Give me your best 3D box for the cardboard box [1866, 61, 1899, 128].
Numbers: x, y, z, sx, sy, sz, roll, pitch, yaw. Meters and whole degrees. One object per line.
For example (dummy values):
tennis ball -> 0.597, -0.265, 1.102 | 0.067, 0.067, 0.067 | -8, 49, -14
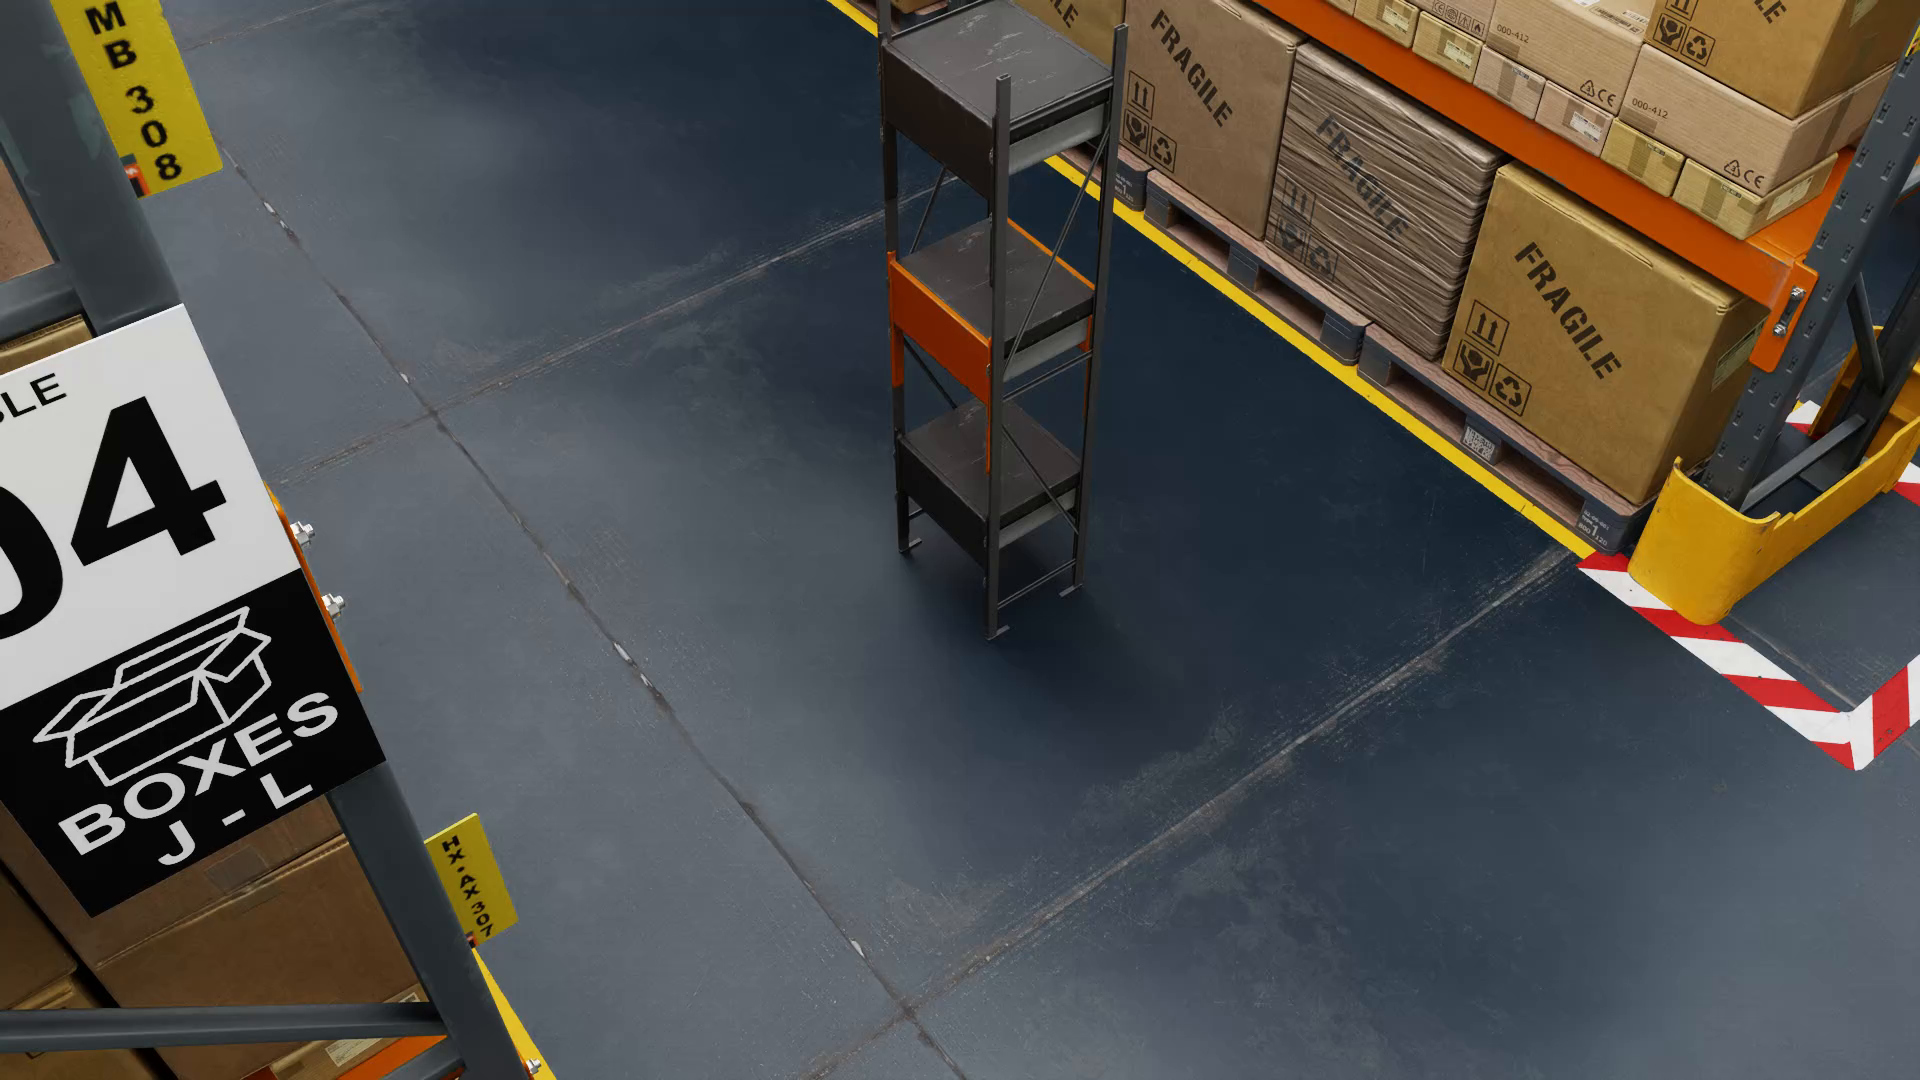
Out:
cardboard box -> 2.722, -1.535, 5.018 | 0.500, 0.250, 0.500 | -31, 55, -25

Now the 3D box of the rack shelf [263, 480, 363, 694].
rack shelf -> -2.422, -0.862, 2.967 | 1.077, 0.370, 4.000 | -29, 54, -24

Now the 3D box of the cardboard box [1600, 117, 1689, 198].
cardboard box -> 2.161, -1.212, 4.994 | 0.380, 0.149, 0.250 | -29, 54, -24

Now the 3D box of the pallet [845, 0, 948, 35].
pallet -> -0.151, -2.925, 8.259 | 1.003, 0.211, 1.213 | -29, 54, -24

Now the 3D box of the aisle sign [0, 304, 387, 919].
aisle sign -> -0.928, 0.119, 1.863 | 0.394, 0.787, 0.004 | -29, 54, -24

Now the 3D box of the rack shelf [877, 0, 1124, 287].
rack shelf -> 0.100, -1.069, 4.375 | 0.431, 0.518, 0.480 | -29, 54, -24

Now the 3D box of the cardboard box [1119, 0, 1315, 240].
cardboard box -> 1.257, -1.912, 6.609 | 0.875, 0.875, 0.875 | -29, 54, -24

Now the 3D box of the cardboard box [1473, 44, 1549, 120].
cardboard box -> 1.859, -1.509, 5.263 | 0.380, 0.149, 0.250 | -29, 54, -23

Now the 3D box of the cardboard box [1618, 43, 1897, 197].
cardboard box -> 2.293, -1.298, 4.803 | 0.500, 0.250, 0.500 | -30, 55, -25

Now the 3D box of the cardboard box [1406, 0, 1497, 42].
cardboard box -> 1.678, -1.897, 5.346 | 0.500, 0.250, 0.500 | -31, 55, -25

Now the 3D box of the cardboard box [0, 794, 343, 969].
cardboard box -> -1.271, 0.230, 2.573 | 0.500, 0.500, 0.500 | -30, 54, -24

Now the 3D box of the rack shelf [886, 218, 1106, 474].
rack shelf -> 0.100, -0.598, 4.894 | 0.431, 0.518, 0.480 | -29, 54, -24

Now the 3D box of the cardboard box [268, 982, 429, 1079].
cardboard box -> -1.146, 0.830, 3.143 | 0.380, 0.149, 0.250 | -30, 54, -24

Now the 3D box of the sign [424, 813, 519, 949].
sign -> -0.779, 0.549, 2.643 | 0.100, 0.325, 0.005 | -29, 54, -24

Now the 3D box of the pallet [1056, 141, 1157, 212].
pallet -> 0.774, -2.020, 7.439 | 1.003, 0.211, 1.213 | -29, 54, -24

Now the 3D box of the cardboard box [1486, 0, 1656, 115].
cardboard box -> 1.987, -1.597, 5.074 | 0.500, 0.250, 0.500 | -30, 55, -25

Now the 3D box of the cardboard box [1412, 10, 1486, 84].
cardboard box -> 1.701, -1.661, 5.401 | 0.380, 0.149, 0.250 | -31, 55, -25

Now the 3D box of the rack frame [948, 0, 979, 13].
rack frame -> 0.376, -3.440, 6.844 | 1.000, 3.000, 0.127 | -29, 54, -24

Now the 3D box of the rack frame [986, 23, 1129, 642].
rack frame -> 0.248, -0.464, 4.753 | 0.400, 2.100, 0.015 | -29, 54, -24

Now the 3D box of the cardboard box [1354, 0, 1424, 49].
cardboard box -> 1.543, -1.814, 5.539 | 0.380, 0.149, 0.250 | -29, 54, -24

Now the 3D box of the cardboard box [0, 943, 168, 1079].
cardboard box -> -1.688, 0.801, 2.731 | 0.500, 0.500, 0.500 | -28, 54, -23

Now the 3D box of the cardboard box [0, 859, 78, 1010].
cardboard box -> -1.686, 0.456, 2.369 | 0.500, 0.500, 0.500 | -30, 55, -25

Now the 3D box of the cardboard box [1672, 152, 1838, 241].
cardboard box -> 2.320, -1.060, 4.856 | 0.380, 0.149, 0.250 | -28, 54, -23

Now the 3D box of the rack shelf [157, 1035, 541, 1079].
rack shelf -> -2.422, 0.146, 4.079 | 1.077, 0.370, 4.000 | -29, 54, -24

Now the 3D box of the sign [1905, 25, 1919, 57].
sign -> 2.357, -1.315, 3.976 | 0.100, 0.325, 0.005 | -29, 54, -24

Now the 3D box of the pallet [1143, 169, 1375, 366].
pallet -> 1.517, -1.300, 6.786 | 1.003, 0.211, 1.213 | -29, 54, -24

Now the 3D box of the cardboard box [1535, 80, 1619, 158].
cardboard box -> 2.009, -1.361, 5.129 | 0.380, 0.149, 0.250 | -29, 54, -24

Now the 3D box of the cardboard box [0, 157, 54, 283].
cardboard box -> -1.276, -0.423, 1.848 | 0.500, 0.250, 0.500 | -29, 54, -23

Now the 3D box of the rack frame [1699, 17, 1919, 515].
rack frame -> 2.798, -1.082, 4.706 | 1.000, 3.000, 0.127 | -29, 54, -24

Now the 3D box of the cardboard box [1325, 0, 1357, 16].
cardboard box -> 1.395, -1.961, 5.673 | 0.380, 0.149, 0.250 | -28, 54, -23

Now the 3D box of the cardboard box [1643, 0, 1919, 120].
cardboard box -> 2.294, -1.553, 4.527 | 0.500, 0.500, 0.500 | -29, 54, -24

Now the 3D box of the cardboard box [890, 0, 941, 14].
cardboard box -> -0.028, -3.236, 7.810 | 1.225, 0.875, 0.875 | -29, 54, -24

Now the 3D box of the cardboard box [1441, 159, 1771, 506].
cardboard box -> 2.347, -0.851, 5.647 | 0.875, 0.875, 0.875 | -29, 54, -24

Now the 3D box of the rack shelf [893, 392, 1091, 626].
rack shelf -> 0.100, -0.128, 5.412 | 0.431, 0.518, 0.480 | -29, 54, -24

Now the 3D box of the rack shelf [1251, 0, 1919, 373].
rack shelf -> 1.587, -2.019, 6.042 | 1.077, 0.370, 4.000 | -29, 54, -24

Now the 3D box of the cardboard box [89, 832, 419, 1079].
cardboard box -> -1.263, 0.561, 2.948 | 0.500, 0.500, 0.500 | -27, 53, -22

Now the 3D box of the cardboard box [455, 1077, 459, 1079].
cardboard box -> -1.258, 1.239, 3.841 | 0.380, 0.149, 0.250 | -32, 55, -26

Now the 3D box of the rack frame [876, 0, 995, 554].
rack frame -> -0.048, -0.752, 5.014 | 0.400, 2.100, 0.015 | -29, 54, -24

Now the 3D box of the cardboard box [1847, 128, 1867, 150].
cardboard box -> 2.845, -1.355, 5.123 | 0.380, 0.149, 0.250 | -29, 54, -24

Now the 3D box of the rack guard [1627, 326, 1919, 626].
rack guard -> 2.812, -0.228, 5.619 | 1.175, 0.500, 0.348 | -29, 54, -24

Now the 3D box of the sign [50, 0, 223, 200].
sign -> -0.779, -0.461, 1.529 | 0.100, 0.325, 0.005 | -29, 54, -24

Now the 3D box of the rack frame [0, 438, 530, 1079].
rack frame -> -1.211, 1.084, 2.743 | 1.000, 3.000, 0.127 | -29, 54, -24

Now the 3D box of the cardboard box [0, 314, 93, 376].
cardboard box -> -1.279, -0.253, 2.031 | 0.500, 0.250, 0.500 | -28, 53, -23

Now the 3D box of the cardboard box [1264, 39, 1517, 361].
cardboard box -> 1.796, -1.387, 6.134 | 0.875, 0.875, 0.875 | -29, 54, -24

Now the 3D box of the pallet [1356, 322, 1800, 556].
pallet -> 2.251, -0.582, 6.135 | 1.003, 0.211, 1.213 | -29, 54, -24

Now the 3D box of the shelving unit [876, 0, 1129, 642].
shelving unit -> 0.100, -0.608, 4.884 | 0.431, 2.100, 0.503 | -29, 54, -24

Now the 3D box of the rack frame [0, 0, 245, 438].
rack frame -> -1.211, -0.931, 0.520 | 1.000, 3.000, 0.127 | -29, 54, -24

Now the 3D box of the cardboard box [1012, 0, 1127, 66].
cardboard box -> 0.712, -2.443, 7.091 | 0.875, 0.875, 0.875 | -29, 54, -24
